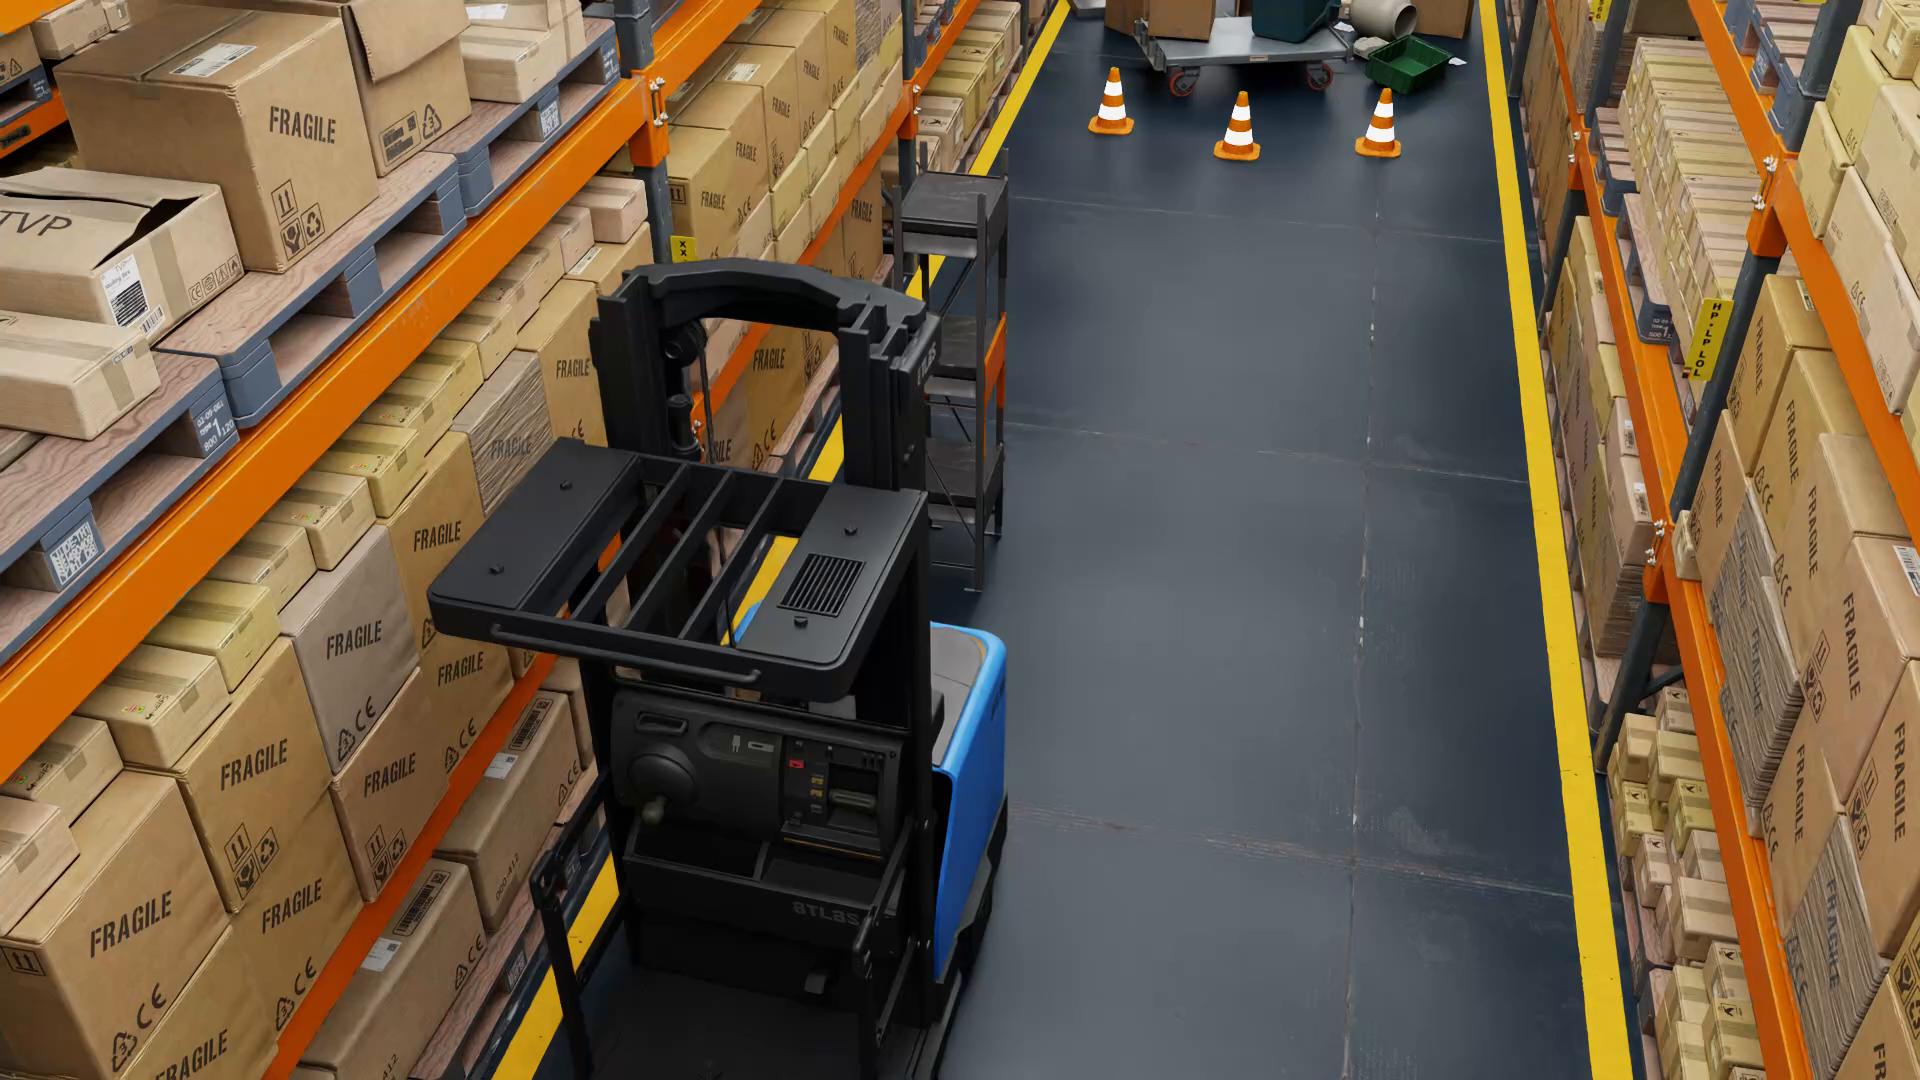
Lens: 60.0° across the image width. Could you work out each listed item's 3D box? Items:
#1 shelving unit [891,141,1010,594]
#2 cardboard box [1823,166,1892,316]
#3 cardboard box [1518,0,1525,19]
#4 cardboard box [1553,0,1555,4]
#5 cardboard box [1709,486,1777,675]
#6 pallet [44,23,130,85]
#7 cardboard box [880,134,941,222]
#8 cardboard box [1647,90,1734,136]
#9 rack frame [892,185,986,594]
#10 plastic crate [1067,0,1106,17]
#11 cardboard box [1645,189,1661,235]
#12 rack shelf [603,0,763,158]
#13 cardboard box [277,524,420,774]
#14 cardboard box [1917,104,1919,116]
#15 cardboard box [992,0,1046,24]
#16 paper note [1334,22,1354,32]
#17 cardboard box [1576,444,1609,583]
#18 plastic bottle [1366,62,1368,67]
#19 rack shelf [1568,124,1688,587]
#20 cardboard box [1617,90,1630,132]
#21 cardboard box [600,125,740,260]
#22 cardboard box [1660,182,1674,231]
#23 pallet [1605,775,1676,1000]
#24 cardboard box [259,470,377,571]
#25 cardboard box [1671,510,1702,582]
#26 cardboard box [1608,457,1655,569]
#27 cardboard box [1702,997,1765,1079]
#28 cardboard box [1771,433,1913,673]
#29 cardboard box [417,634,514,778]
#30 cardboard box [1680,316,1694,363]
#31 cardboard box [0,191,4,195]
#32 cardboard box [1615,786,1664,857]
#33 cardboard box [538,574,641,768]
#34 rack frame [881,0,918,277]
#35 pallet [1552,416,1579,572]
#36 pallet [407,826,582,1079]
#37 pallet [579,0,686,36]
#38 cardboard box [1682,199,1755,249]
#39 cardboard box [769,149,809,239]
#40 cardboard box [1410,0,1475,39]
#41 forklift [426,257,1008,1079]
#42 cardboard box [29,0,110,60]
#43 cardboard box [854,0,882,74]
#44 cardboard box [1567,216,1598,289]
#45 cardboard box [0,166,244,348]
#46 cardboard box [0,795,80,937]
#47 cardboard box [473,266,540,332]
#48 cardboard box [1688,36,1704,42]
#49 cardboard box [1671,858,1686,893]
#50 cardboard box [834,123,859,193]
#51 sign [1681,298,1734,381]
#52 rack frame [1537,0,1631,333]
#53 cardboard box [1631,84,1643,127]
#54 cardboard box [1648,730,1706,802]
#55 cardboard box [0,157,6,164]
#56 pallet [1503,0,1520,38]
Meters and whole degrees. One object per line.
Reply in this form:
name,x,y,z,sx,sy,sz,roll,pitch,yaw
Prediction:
shelving unit,-0.035,-0.755,7.773,0.431,2.100,0.503,7,37,10
cardboard box,2.770,-0.814,4.659,0.500,0.250,0.500,7,36,9
cardboard box,5.325,-4.946,14.241,0.875,0.875,0.875,8,37,10
cardboard box,4.342,-3.964,11.348,0.500,0.500,0.500,7,37,10
cardboard box,2.774,0.195,5.356,0.500,0.500,0.500,7,37,10
pallet,-5.704,-3.182,10.517,1.213,0.211,1.003,7,37,10
cardboard box,-0.648,-2.465,11.247,0.950,0.372,0.625,5,36,7
cardboard box,3.623,-2.096,8.206,0.380,0.149,0.250,6,36,8
rack frame,-0.087,-0.615,7.580,0.400,2.100,0.015,7,37,10
plastic crate,1.213,-4.945,15.275,0.402,0.080,0.583,-5,36,-6
cardboard box,3.505,-1.551,7.960,0.380,0.149,0.250,8,37,11
rack shelf,-1.205,-2.813,7.903,1.077,0.370,4.000,7,37,10
cardboard box,-1.900,0.272,4.652,0.500,0.500,0.500,7,37,10
cardboard box,2.737,-1.116,4.310,0.380,0.149,0.250,6,36,9
cardboard box,0.466,-4.691,14.422,0.500,0.250,0.500,6,36,8
paper note,3.436,-4.570,14.806,0.172,0.023,0.155,20,41,26
cardboard box,3.247,-0.089,7.859,0.500,0.500,0.500,6,36,9
plastic bottle,3.518,-3.925,13.884,0.133,0.061,0.283,-11,37,-14
rack shelf,3.652,-1.036,8.007,1.077,0.370,4.000,7,37,10
cardboard box,3.787,-2.311,9.009,0.380,0.149,0.250,7,36,9
cardboard box,-1.258,-1.405,6.965,0.500,0.500,0.500,8,37,11
cardboard box,3.453,-1.517,7.660,0.380,0.149,0.250,9,37,12
pallet,3.116,1.338,6.495,1.003,0.211,1.213,7,37,10
cardboard box,-1.849,-0.069,4.569,0.380,0.149,0.250,8,37,10
cardboard box,2.845,0.042,6.120,0.380,0.149,0.250,9,37,12
cardboard box,3.137,-0.101,7.237,0.500,0.250,0.500,6,36,9
cardboard box,2.590,1.627,5.284,0.380,0.149,0.250,7,37,10
cardboard box,2.657,0.066,4.683,0.500,0.500,0.500,8,37,11
cardboard box,-1.806,0.398,5.330,0.500,0.500,0.500,8,37,12
cardboard box,3.226,-0.793,6.915,0.380,0.149,0.250,7,37,10
cardboard box,-5.797,-2.006,9.951,0.380,0.149,0.250,6,36,8
cardboard box,2.777,1.124,6.484,0.380,0.149,0.250,8,37,11
cardboard box,-1.871,0.470,7.140,0.875,0.438,0.875,7,36,9
rack frame,-0.778,-3.037,10.154,1.000,3.000,0.127,7,37,10
pallet,3.648,-0.200,8.616,1.003,0.211,1.213,7,37,10
pallet,-2.130,1.513,6.252,1.003,0.211,1.213,7,37,10
pallet,-1.485,-2.412,6.900,0.805,0.209,1.217,6,36,8
cardboard box,3.346,-1.338,7.159,0.380,0.149,0.250,6,36,8
cardboard box,-1.045,-1.690,7.998,0.500,0.250,0.500,8,37,11
cardboard box,4.263,-4.775,14.680,0.500,0.500,0.500,14,38,18
forklift,-0.686,0.793,4.928,1.130,2.935,3.031,9,37,12
cardboard box,-5.537,-3.121,10.040,0.500,0.250,0.500,6,36,8
cardboard box,-0.734,-2.858,8.970,0.500,0.500,0.500,8,37,11
cardboard box,3.696,-1.571,9.264,0.500,0.250,0.500,6,36,8
cardboard box,-2.118,-0.691,3.995,0.500,0.311,0.500,8,37,11
cardboard box,-2.140,0.673,3.546,0.380,0.149,0.250,8,37,11
cardboard box,-1.649,-0.808,5.589,0.380,0.149,0.250,7,37,10
cardboard box,4.439,-2.738,9.657,0.500,0.500,0.500,8,37,10
cardboard box,2.791,1.306,5.981,0.380,0.149,0.250,6,36,8
cardboard box,-0.849,-2.072,8.951,0.500,0.250,0.500,7,37,9
sign,2.682,-0.717,5.967,0.100,0.325,0.005,7,37,10
rack frame,4.079,-2.474,9.378,1.000,3.000,0.127,7,37,10
cardboard box,3.724,-2.255,8.678,0.380,0.149,0.250,9,37,12
cardboard box,2.832,0.884,6.308,0.380,0.149,0.250,9,37,12
cardboard box,-6.250,-2.372,10.456,0.380,0.149,0.250,6,36,8
pallet,5.431,-4.766,14.916,1.003,0.211,1.213,7,37,10
